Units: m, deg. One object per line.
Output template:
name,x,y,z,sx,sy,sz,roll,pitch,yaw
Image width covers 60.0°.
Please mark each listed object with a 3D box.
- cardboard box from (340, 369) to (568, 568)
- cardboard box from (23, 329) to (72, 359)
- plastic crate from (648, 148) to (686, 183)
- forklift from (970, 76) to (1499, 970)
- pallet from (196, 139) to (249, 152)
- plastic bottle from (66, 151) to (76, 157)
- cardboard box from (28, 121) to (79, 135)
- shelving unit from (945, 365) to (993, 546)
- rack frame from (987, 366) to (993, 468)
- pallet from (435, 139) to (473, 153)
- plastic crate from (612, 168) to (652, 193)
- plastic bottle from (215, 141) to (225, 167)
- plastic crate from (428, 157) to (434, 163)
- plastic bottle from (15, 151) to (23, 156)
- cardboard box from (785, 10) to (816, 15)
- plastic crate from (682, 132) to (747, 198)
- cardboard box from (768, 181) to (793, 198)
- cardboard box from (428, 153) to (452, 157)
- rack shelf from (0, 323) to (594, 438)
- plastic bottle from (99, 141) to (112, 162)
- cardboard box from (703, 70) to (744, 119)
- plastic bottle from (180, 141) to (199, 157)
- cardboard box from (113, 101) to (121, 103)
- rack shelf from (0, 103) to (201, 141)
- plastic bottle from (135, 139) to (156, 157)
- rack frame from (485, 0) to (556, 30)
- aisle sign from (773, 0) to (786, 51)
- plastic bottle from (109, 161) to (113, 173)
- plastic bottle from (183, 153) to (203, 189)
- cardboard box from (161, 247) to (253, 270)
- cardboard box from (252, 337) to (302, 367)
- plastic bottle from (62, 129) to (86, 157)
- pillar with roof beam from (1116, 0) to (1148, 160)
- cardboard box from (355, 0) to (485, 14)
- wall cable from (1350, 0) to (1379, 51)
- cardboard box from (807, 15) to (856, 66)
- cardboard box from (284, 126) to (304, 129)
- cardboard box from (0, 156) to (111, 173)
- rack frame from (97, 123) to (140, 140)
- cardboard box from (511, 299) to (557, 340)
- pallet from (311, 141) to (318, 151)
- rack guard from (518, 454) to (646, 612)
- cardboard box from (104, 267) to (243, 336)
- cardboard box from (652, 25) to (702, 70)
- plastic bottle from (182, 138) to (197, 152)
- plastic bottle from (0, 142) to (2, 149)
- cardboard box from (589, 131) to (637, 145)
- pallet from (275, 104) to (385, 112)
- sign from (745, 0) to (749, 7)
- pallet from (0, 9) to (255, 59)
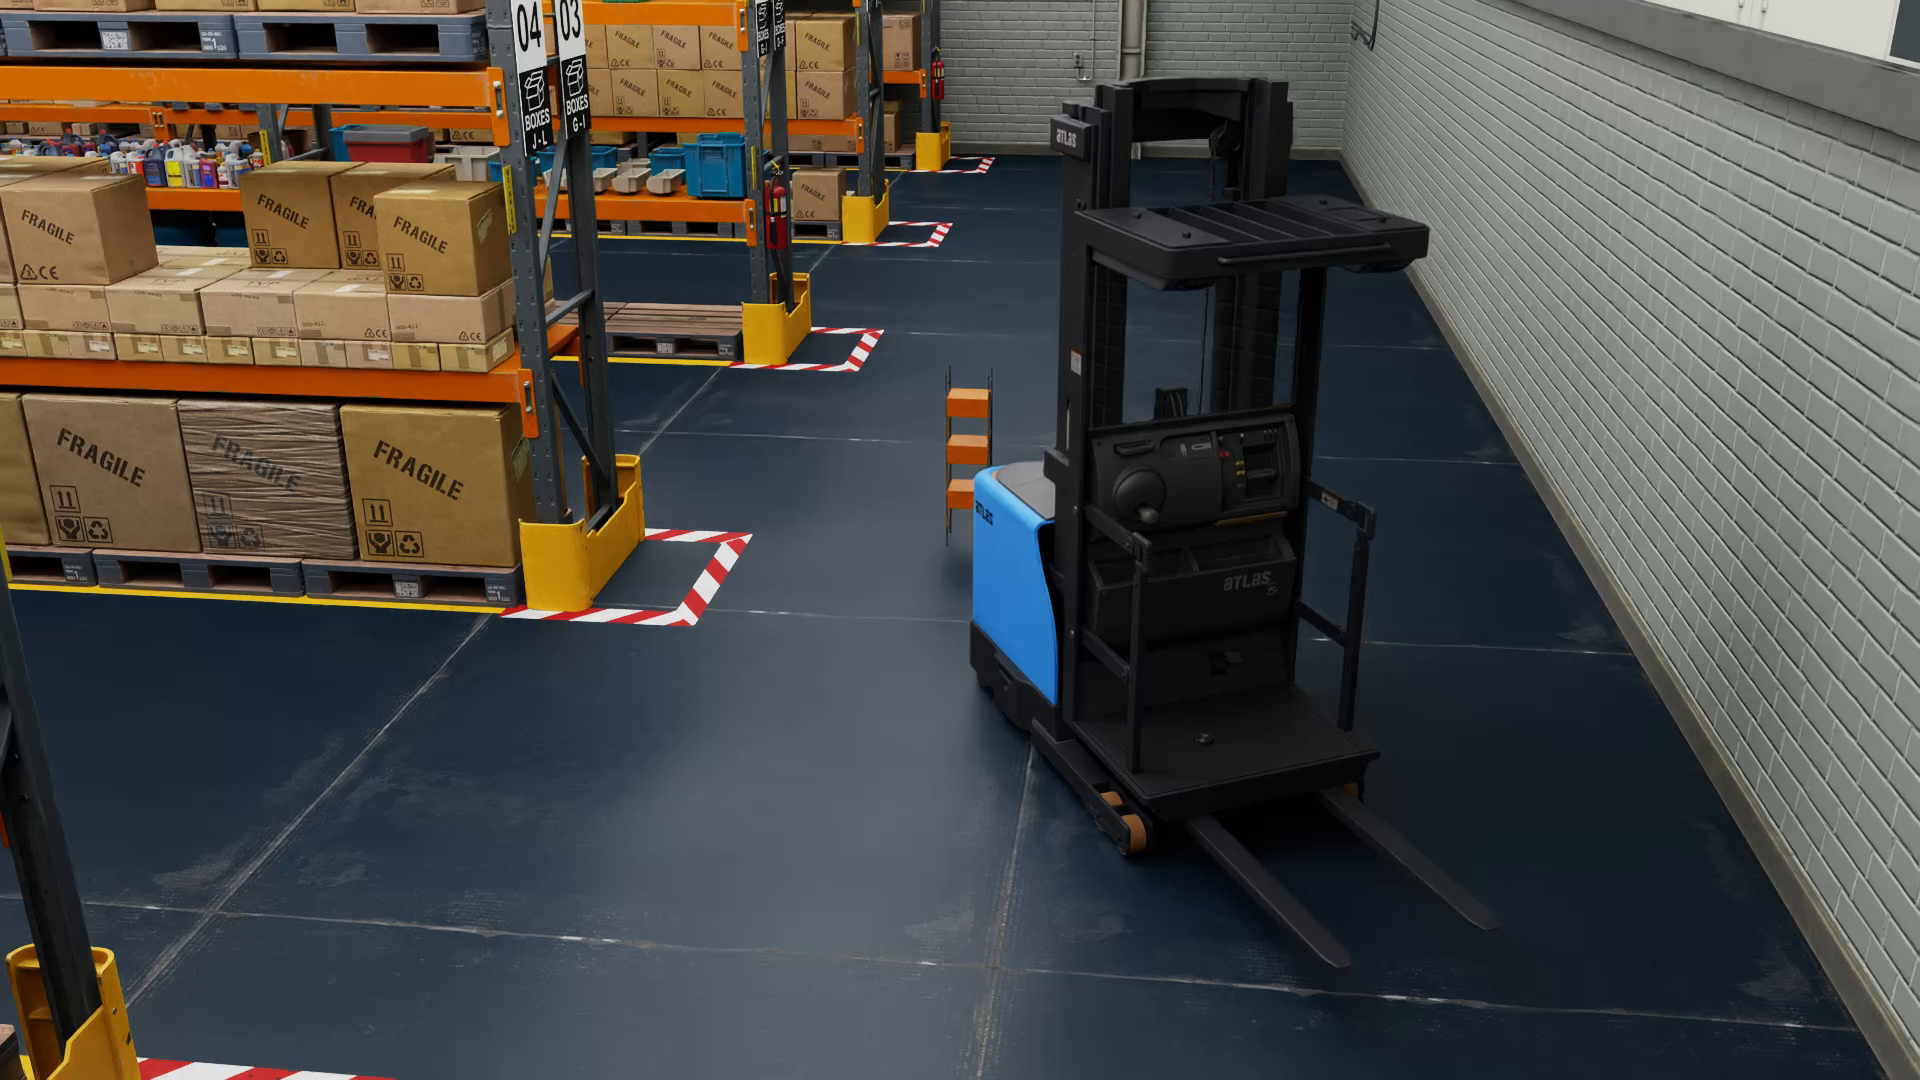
cardboard box,-2.787,-0.431,9.268,0.875,0.875,0.875,2,22,6
cardboard box,-4.822,-1.103,8.991,0.250,0.149,0.380,2,22,6
plastic crate,-2.420,-3.143,13.955,0.300,0.233,0.416,2,22,6
forklift,1.052,-0.263,6.618,1.130,2.935,3.031,-8,23,-20
pallet,-10.322,-5.788,24.292,1.213,0.211,1.003,2,22,6
plastic bottle,-7.432,-3.122,13.932,0.097,0.271,0.097,0,22,0
cardboard box,-13.345,-6.242,24.450,0.500,0.500,0.500,1,22,2
shelving unit,0.053,-0.486,9.741,0.252,1.050,0.215,2,22,6
rack frame,0.174,-0.481,9.728,0.008,1.050,0.200,2,22,6
pallet,-7.564,-5.638,23.914,1.213,0.211,1.003,2,22,6
plastic crate,-2.677,-2.926,13.537,0.243,0.136,0.396,2,22,6
plastic bottle,-6.422,-3.336,14.474,0.097,0.271,0.097,0,22,0
plastic crate,-4.388,-3.156,14.135,0.590,0.125,0.437,2,22,6
plastic bottle,-7.853,-3.118,13.921,0.097,0.271,0.097,0,22,0
cardboard box,-2.381,-6.872,22.834,0.700,0.700,0.980,1,22,4
plastic crate,-1.914,-3.024,13.379,0.499,0.435,0.616,2,22,6
cardboard box,-1.976,-3.916,18.907,0.500,0.250,0.500,2,22,6
cardboard box,-5.928,-4.186,19.249,0.500,0.500,0.500,3,22,7
rack shelf,-4.128,-0.977,9.309,4.000,0.370,1.077,2,22,6
plastic bottle,-7.418,-3.327,14.449,0.097,0.271,0.097,0,22,0
cardboard box,-2.460,-4.853,17.999,0.500,0.500,0.500,3,22,7
plastic bottle,-6.466,-3.156,13.911,0.185,0.351,0.144,2,22,6
cardboard box,-9.782,-5.256,19.275,0.500,0.311,0.500,2,22,6
rack shelf,-10.903,-4.940,19.333,4.000,0.370,1.077,2,22,6
plastic bottle,-7.096,-3.358,14.522,0.135,0.276,0.152,2,22,6
rack frame,-2.142,-4.015,7.855,0.127,3.000,1.000,2,22,6
aisle sign,-1.453,-4.348,13.321,0.004,0.787,0.394,2,22,6
plastic bottle,-7.077,-3.051,13.849,0.097,0.201,0.097,0,22,0
plastic bottle,-6.324,-3.063,13.777,0.135,0.276,0.152,2,22,6
cardboard box,-4.121,-1.477,9.394,0.500,0.250,0.500,2,22,5
cardboard box,-3.549,-1.047,8.850,0.250,0.149,0.380,2,22,5
plastic bottle,-7.764,-3.423,14.586,0.185,0.351,0.144,2,22,6
pillar with roof beam,1.883,-8.067,18.106,0.400,9.000,9.100,2,22,6
cardboard box,-2.665,-2.911,8.300,0.500,0.500,0.700,1,22,3
wall cable,5.181,-7.621,21.200,0.112,2.526,3.097,2,22,6
cardboard box,-1.382,-5.469,18.196,0.500,0.500,0.500,3,22,8
cardboard box,-9.557,-6.115,24.130,0.500,0.500,0.700,2,22,6
cardboard box,-5.129,-1.870,9.369,0.500,0.500,0.500,3,22,7
rack frame,-12.310,-7.170,23.995,0.127,3.000,1.000,2,22,6
cardboard box,-2.456,-1.244,9.348,0.250,0.149,0.380,3,22,7
pallet,-9.114,-5.734,24.157,1.213,0.211,1.003,2,22,6
rack guard,-2.118,-0.061,9.415,0.348,0.500,1.175,2,22,6
cardboard box,-4.182,-1.283,8.904,0.500,0.250,0.500,3,22,6
cardboard box,-2.974,-5.336,17.862,0.500,0.500,0.500,3,22,8
plastic bottle,-6.727,-3.362,14.523,0.133,0.283,0.061,2,22,6
plastic bottle,-8.517,-3.428,14.705,0.097,0.271,0.097,0,22,0
cardboard box,-5.026,-6.000,23.388,0.750,0.750,0.750,3,22,7
pallet,-6.985,-5.016,18.809,1.213,0.211,1.003,2,22,6
sign,-1.608,-4.178,12.490,0.005,0.325,0.100,2,22,6
pallet,-4.095,-2.659,8.626,1.213,0.211,1.003,2,22,6
